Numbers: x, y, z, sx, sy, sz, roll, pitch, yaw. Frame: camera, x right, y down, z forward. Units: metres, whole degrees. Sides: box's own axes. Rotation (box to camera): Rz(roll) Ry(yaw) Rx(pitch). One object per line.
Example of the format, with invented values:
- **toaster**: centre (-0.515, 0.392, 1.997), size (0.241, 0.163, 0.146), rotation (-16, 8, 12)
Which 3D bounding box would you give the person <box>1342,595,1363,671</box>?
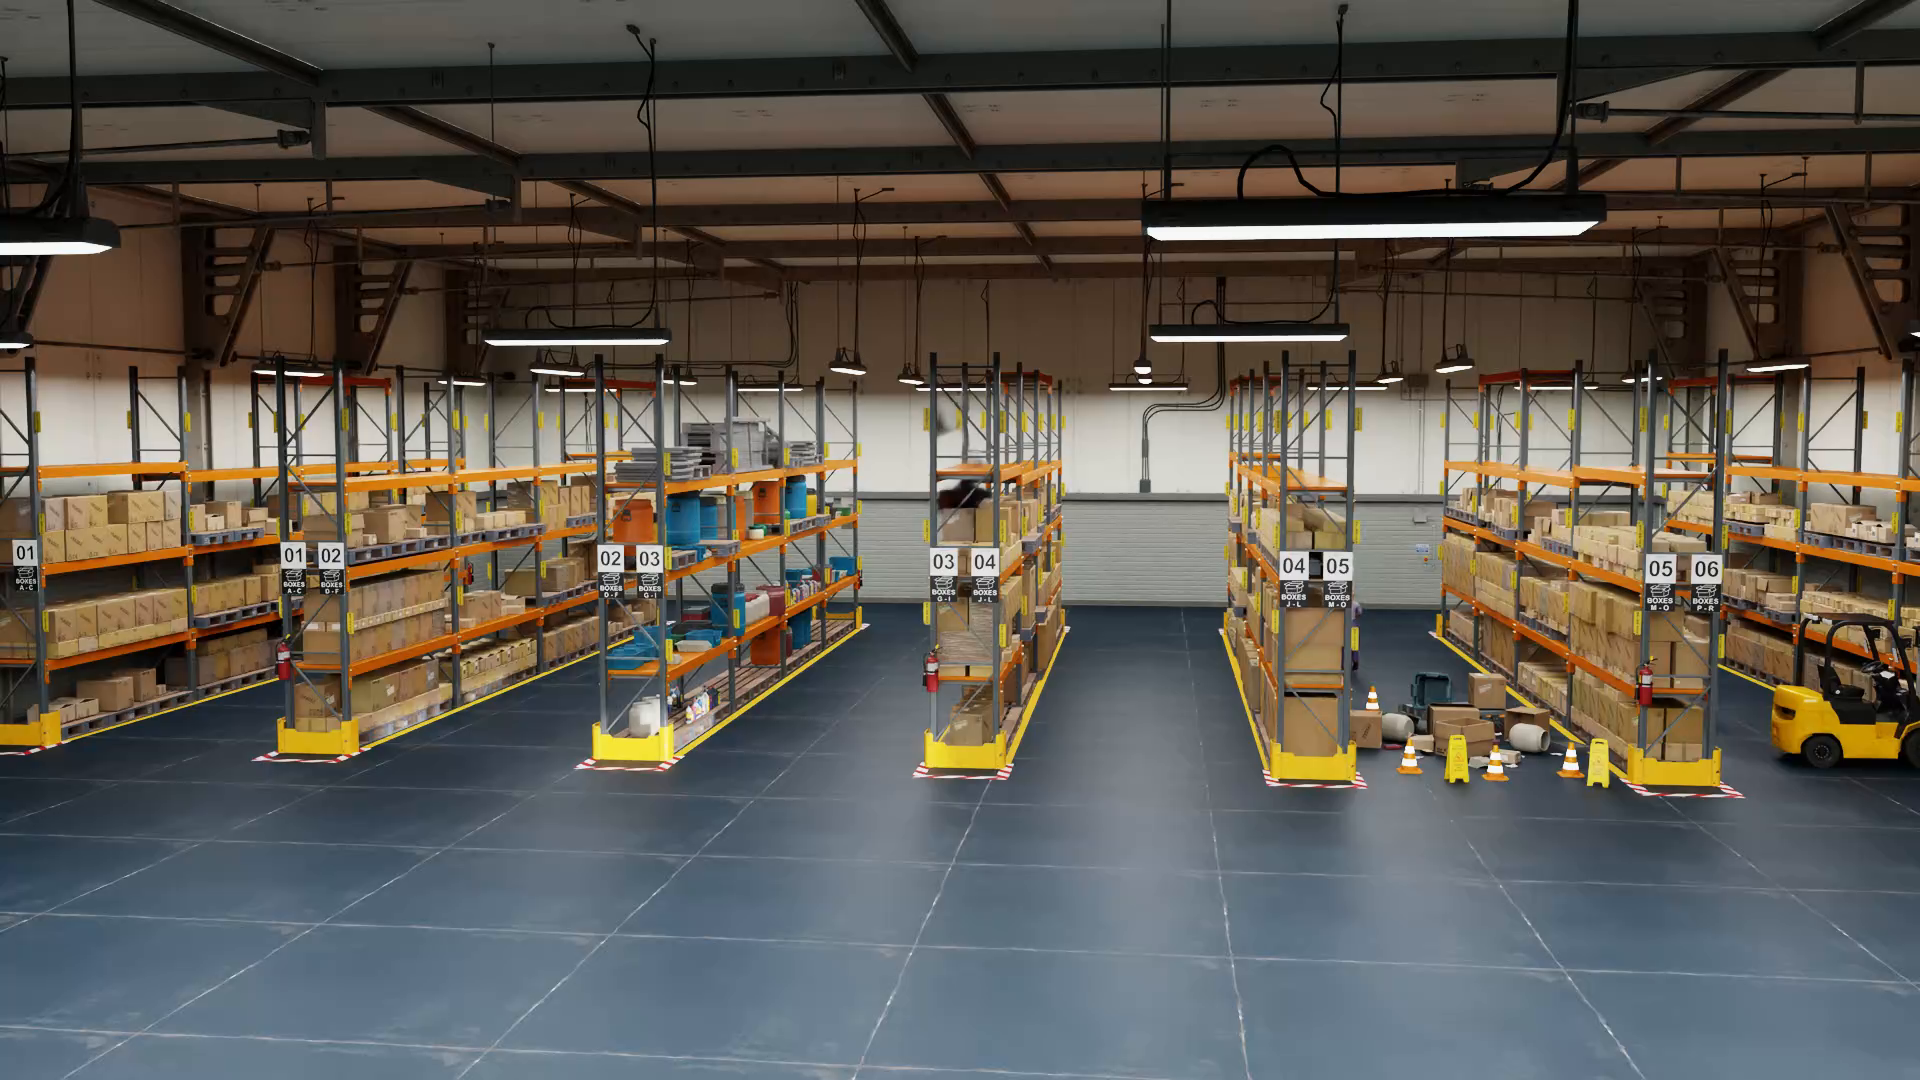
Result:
- **person**: centre (7.785, 1.801, 33.330), size (0.598, 1.652, 0.933), rotation (0, 4, 1)
